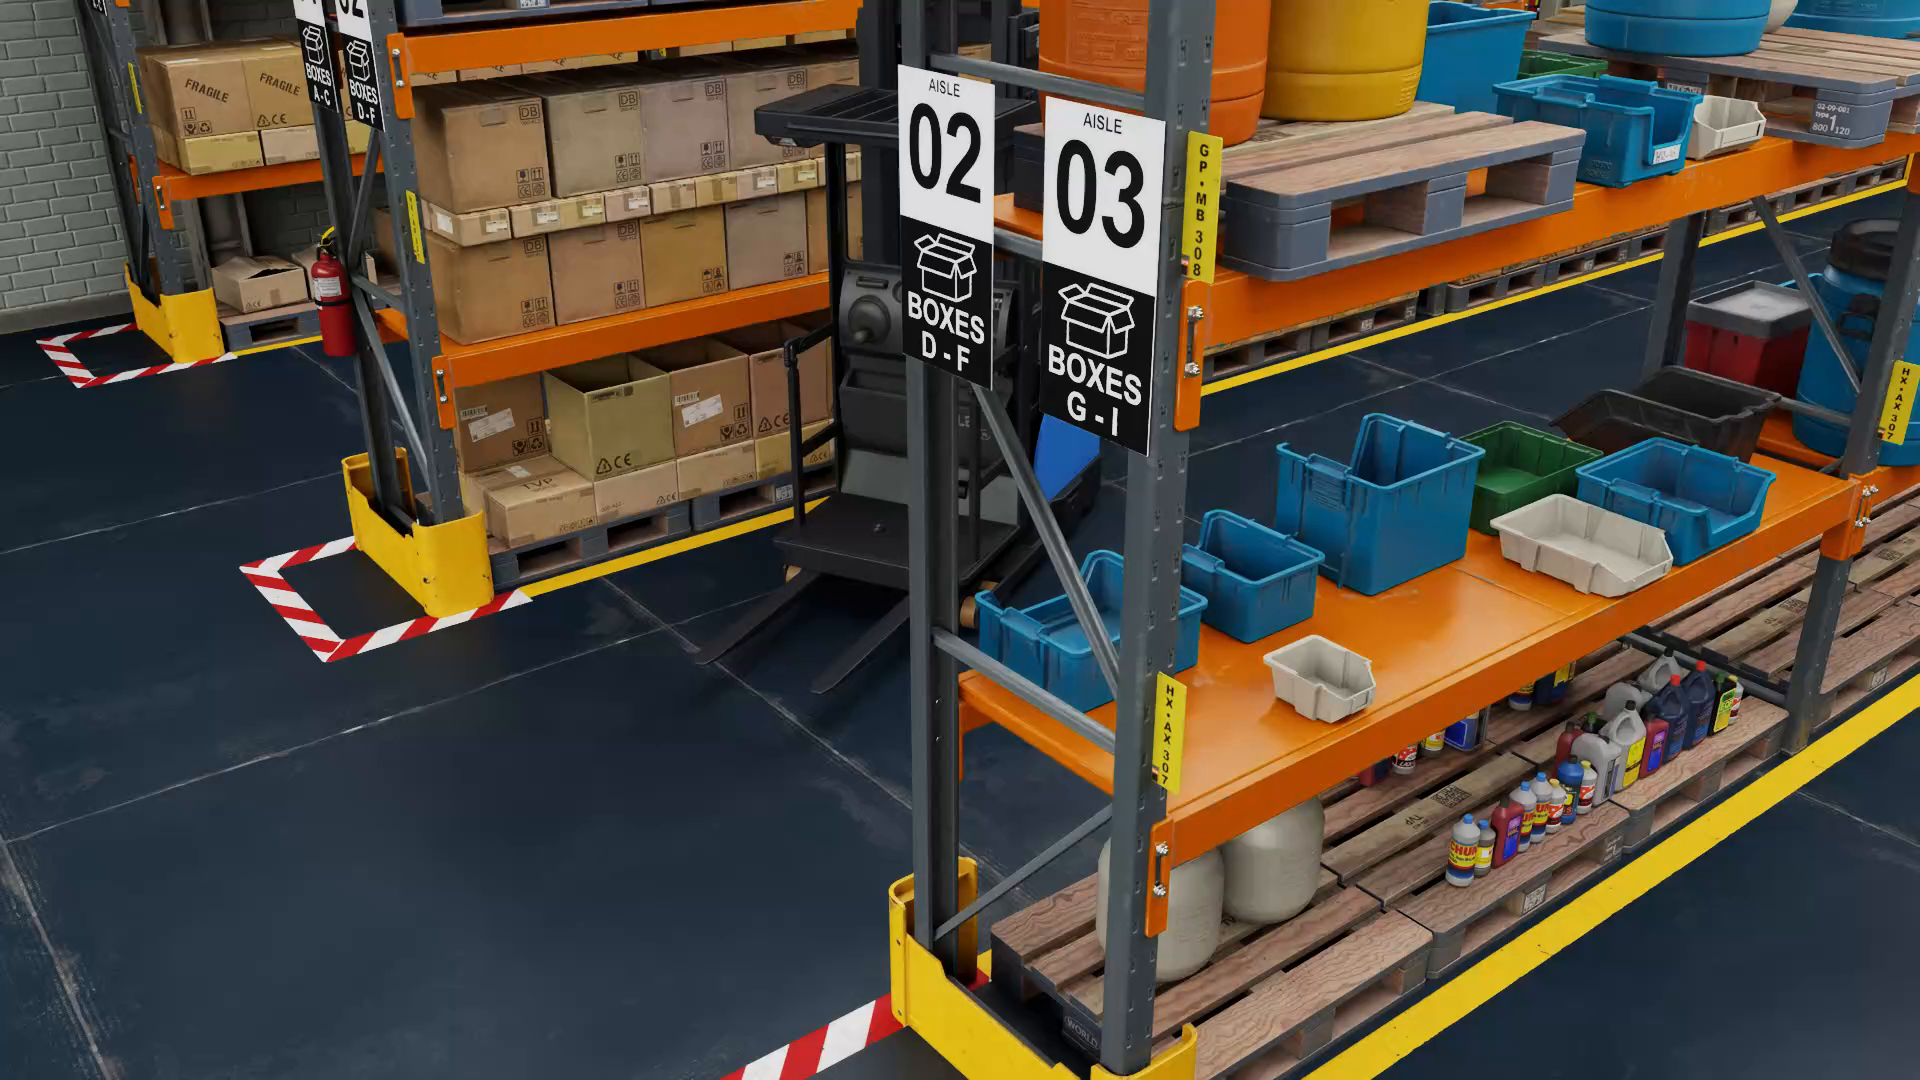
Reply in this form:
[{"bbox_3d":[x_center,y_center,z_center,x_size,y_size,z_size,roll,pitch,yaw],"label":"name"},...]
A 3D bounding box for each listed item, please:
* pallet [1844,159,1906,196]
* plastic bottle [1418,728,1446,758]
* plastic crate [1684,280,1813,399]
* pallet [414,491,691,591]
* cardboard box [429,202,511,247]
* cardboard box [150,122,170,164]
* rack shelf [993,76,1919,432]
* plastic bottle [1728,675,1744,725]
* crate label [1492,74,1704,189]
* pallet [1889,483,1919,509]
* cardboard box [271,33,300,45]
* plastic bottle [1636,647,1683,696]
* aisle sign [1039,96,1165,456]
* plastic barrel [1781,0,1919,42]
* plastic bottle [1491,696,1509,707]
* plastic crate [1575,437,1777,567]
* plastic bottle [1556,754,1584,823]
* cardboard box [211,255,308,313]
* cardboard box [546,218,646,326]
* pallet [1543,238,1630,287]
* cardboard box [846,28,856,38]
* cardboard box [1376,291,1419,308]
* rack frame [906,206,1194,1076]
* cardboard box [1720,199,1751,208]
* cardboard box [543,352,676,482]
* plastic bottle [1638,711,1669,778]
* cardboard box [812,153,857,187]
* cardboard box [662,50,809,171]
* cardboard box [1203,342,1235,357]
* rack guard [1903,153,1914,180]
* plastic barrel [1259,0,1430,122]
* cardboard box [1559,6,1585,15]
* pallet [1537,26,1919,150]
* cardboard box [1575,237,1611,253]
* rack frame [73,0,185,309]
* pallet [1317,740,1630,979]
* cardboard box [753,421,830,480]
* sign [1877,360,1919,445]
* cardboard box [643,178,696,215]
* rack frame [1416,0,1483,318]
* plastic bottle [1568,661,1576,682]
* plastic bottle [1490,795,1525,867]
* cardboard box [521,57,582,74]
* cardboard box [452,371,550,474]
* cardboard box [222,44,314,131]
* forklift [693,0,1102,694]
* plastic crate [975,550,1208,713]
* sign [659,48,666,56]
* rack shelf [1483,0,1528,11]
[{"bbox_3d":[9.052,-3.864,17.325,1.213,0.211,1.003,-18,31,-34],"label":"pallet"},{"bbox_3d":[1.937,0.781,6.805,0.097,0.201,0.097,0,25,0],"label":"plastic bottle"},{"bbox_3d":[3.541,-0.853,7.449,0.583,0.464,0.402,-18,31,-34],"label":"plastic crate"},{"bbox_3d":[-2.276,-0.148,9.317,1.213,0.211,1.003,-18,31,-34],"label":"pallet"},{"bbox_3d":[-2.410,-1.570,8.181,0.250,0.149,0.380,-19,31,-34],"label":"cardboard box"},{"bbox_3d":[-5.664,-2.967,12.234,0.500,0.250,0.500,-18,30,-33],"label":"cardboard box"},{"bbox_3d":[1.775,-1.112,5.374,4.000,0.370,1.077,-18,31,-34],"label":"rack shelf"},{"bbox_3d":[3.256,0.670,7.044,0.097,0.201,0.097,0,25,0],"label":"plastic bottle"},{"bbox_3d":[1.878,-1.228,4.946,0.408,0.251,0.502,-18,31,-34],"label":"crate label"},{"bbox_3d":[5.863,-0.183,9.393,1.213,0.211,1.003,-18,31,-34],"label":"pallet"},{"bbox_3d":[-4.866,-3.577,12.658,0.500,0.500,0.500,-19,31,-35],"label":"cardboard box"},{"bbox_3d":[2.931,0.620,6.975,0.185,0.351,0.144,-18,31,-34],"label":"plastic bottle"},{"bbox_3d":[0.326,-0.622,3.938,0.004,0.787,0.394,-18,31,-34],"label":"aisle sign"},{"bbox_3d":[3.615,-2.389,6.676,0.708,0.901,0.600,-18,31,-34],"label":"plastic barrel"},{"bbox_3d":[2.309,0.526,7.177,0.185,0.351,0.144,-20,31,-36],"label":"plastic bottle"},{"bbox_3d":[2.646,-0.152,6.192,0.616,0.251,0.499,-18,31,-34],"label":"plastic crate"},{"bbox_3d":[2.328,0.945,6.370,0.097,0.271,0.097,0,25,0],"label":"plastic bottle"},{"bbox_3d":[-5.312,-1.970,12.603,0.500,0.311,0.500,-23,33,-40],"label":"cardboard box"},{"bbox_3d":[-2.067,-1.500,8.801,0.500,0.500,0.700,-17,30,-33],"label":"cardboard box"},{"bbox_3d":[5.013,-2.510,14.407,1.213,0.211,1.003,-18,31,-34],"label":"pallet"},{"bbox_3d":[-0.947,-4.707,15.187,0.500,0.500,0.700,-18,31,-34],"label":"cardboard box"},{"bbox_3d":[3.180,-2.004,12.772,0.500,0.250,0.500,-17,30,-33],"label":"cardboard box"},{"bbox_3d":[0.201,0.442,4.735,0.127,3.000,1.000,-18,31,-34],"label":"rack frame"},{"bbox_3d":[7.055,-3.334,15.543,0.500,0.311,0.500,-18,31,-34],"label":"cardboard box"},{"bbox_3d":[-1.901,-0.679,9.028,0.500,0.500,0.500,-18,31,-34],"label":"cardboard box"},{"bbox_3d":[2.767,0.804,6.658,0.133,0.283,0.061,-16,29,-31],"label":"plastic bottle"},{"bbox_3d":[-0.786,-2.108,9.339,0.250,0.149,0.380,-17,30,-33],"label":"cardboard box"},{"bbox_3d":[-1.234,-2.364,9.121,0.500,0.500,0.700,-18,31,-34],"label":"cardboard box"},{"bbox_3d":[1.575,-1.473,11.628,0.500,0.250,0.500,-19,31,-36],"label":"cardboard box"},{"bbox_3d":[9.679,-4.203,17.712,0.348,0.500,1.175,-18,31,-34],"label":"rack guard"},{"bbox_3d":[1.020,-1.533,4.704,0.600,0.588,0.600,0,25,0],"label":"plastic barrel"},{"bbox_3d":[5.578,-4.304,14.344,0.500,0.500,0.700,-13,28,-26],"label":"cardboard box"},{"bbox_3d":[2.842,-1.652,5.908,1.003,0.211,1.213,-18,31,-34],"label":"pallet"},{"bbox_3d":[5.192,-2.771,14.104,0.500,0.500,0.500,-19,31,-36],"label":"cardboard box"},{"bbox_3d":[-5.912,-2.840,11.806,0.127,3.000,1.000,-18,31,-34],"label":"rack frame"},{"bbox_3d":[1.834,1.147,6.528,1.213,0.211,1.003,-18,31,-34],"label":"pallet"},{"bbox_3d":[-1.111,-0.598,9.743,0.500,0.250,0.500,-18,31,-34],"label":"cardboard box"},{"bbox_3d":[3.680,-0.538,6.516,0.005,0.325,0.100,-18,31,-34],"label":"sign"},{"bbox_3d":[-1.599,-1.839,8.760,0.250,0.149,0.380,-19,31,-36],"label":"cardboard box"},{"bbox_3d":[3.443,-3.278,12.750,0.127,3.000,1.000,-18,31,-34],"label":"rack frame"},{"bbox_3d":[2.657,0.501,7.311,0.133,0.283,0.061,-18,31,-34],"label":"plastic bottle"},{"bbox_3d":[2.010,1.054,6.120,0.133,0.283,0.061,-18,30,-33],"label":"plastic bottle"},{"bbox_3d":[-3.335,-3.803,13.146,0.500,0.500,0.500,-18,31,-34],"label":"cardboard box"},{"bbox_3d":[-2.614,-0.721,9.117,0.500,0.500,0.500,-18,31,-34],"label":"cardboard box"},{"bbox_3d":[-4.956,-3.271,11.998,0.500,0.500,0.500,-18,30,-34],"label":"cardboard box"},{"bbox_3d":[-0.265,-1.092,8.121,1.130,2.935,3.031,11,27,23],"label":"forklift"},{"bbox_3d":[0.411,0.280,5.260,0.616,0.251,0.499,-18,31,-34],"label":"plastic crate"},{"bbox_3d":[-2.423,-4.094,13.480,0.005,0.325,0.100,-18,31,-34],"label":"sign"},{"bbox_3d":[5.105,-6.150,19.794,4.000,0.370,1.077,-18,31,-34],"label":"rack shelf"}]
